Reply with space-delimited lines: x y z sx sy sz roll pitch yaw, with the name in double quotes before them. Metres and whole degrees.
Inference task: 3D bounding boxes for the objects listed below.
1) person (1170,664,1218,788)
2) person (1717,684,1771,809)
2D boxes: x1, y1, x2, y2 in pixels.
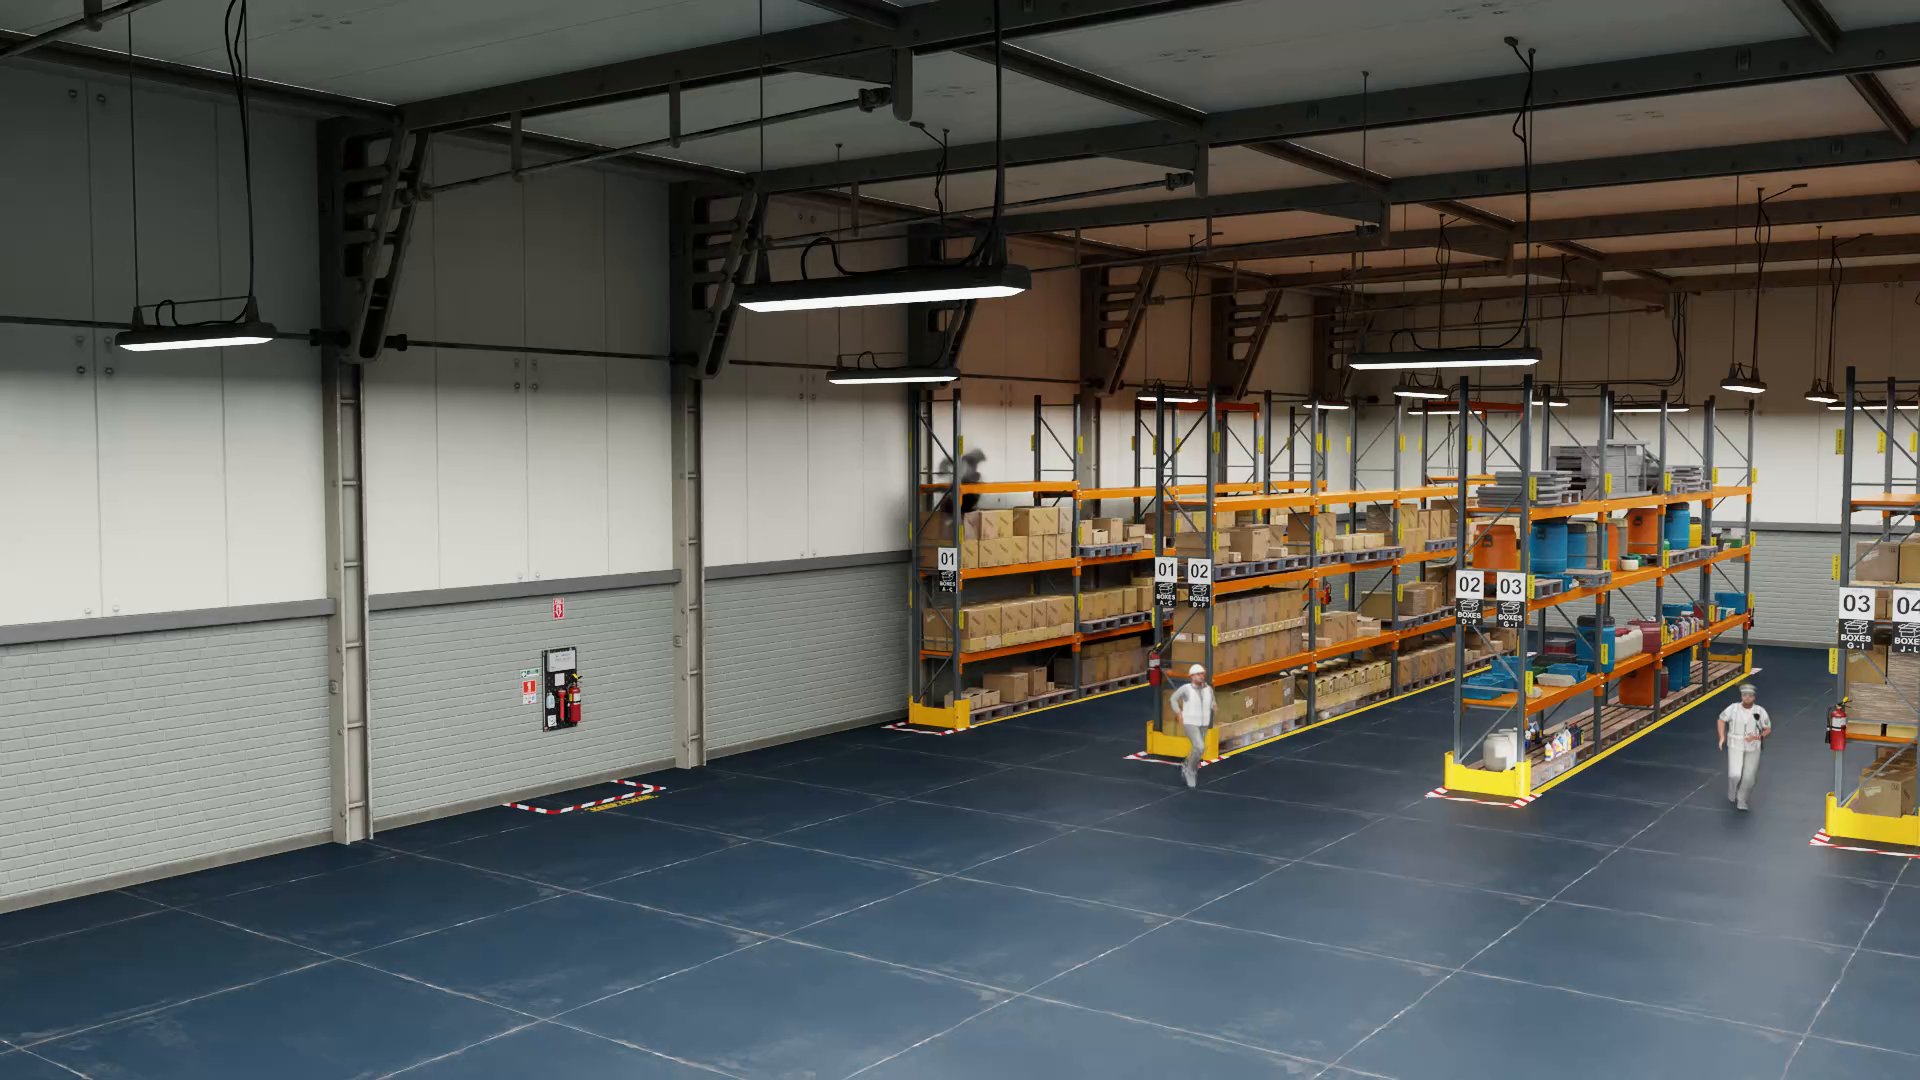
"person" 3.493 2.729 24.475 0.652 1.810 0.744 -2 4 -29
"person" 10.763 2.835 22.819 0.663 1.723 0.560 1 4 22
